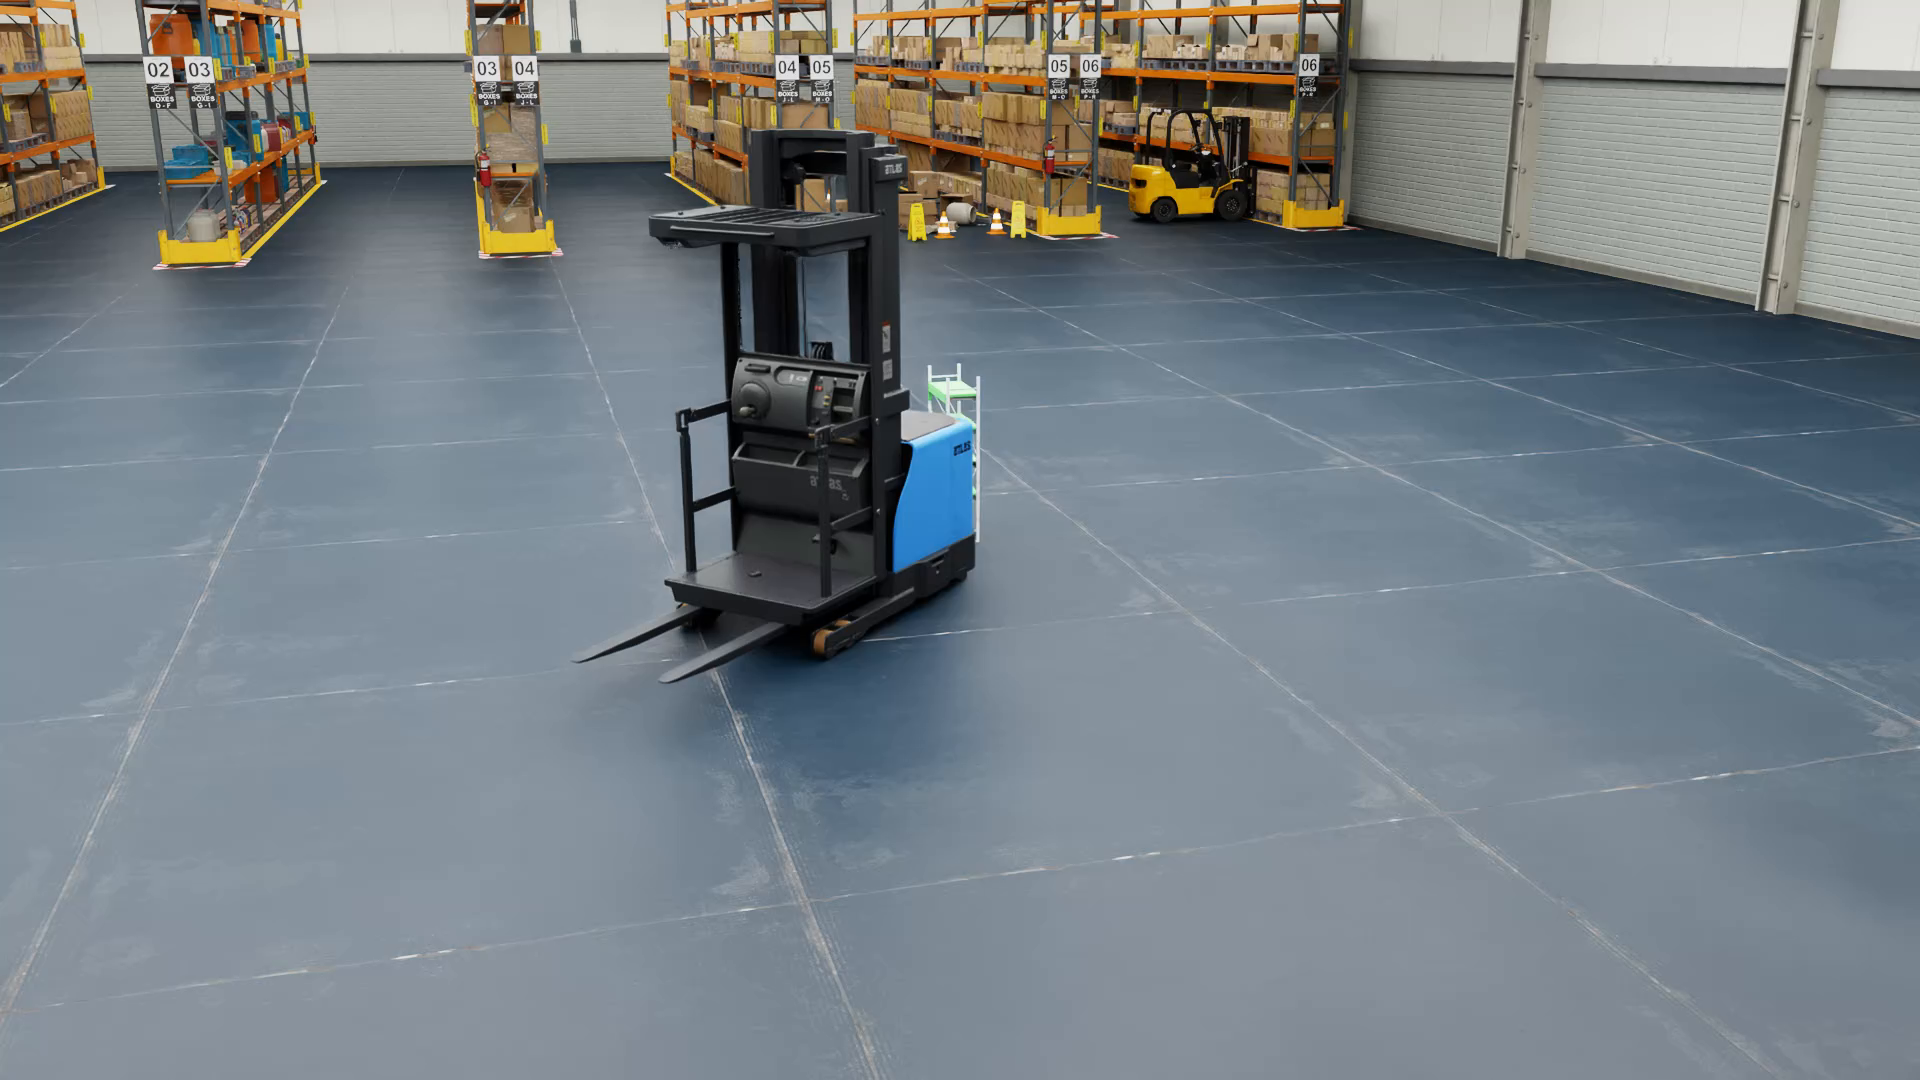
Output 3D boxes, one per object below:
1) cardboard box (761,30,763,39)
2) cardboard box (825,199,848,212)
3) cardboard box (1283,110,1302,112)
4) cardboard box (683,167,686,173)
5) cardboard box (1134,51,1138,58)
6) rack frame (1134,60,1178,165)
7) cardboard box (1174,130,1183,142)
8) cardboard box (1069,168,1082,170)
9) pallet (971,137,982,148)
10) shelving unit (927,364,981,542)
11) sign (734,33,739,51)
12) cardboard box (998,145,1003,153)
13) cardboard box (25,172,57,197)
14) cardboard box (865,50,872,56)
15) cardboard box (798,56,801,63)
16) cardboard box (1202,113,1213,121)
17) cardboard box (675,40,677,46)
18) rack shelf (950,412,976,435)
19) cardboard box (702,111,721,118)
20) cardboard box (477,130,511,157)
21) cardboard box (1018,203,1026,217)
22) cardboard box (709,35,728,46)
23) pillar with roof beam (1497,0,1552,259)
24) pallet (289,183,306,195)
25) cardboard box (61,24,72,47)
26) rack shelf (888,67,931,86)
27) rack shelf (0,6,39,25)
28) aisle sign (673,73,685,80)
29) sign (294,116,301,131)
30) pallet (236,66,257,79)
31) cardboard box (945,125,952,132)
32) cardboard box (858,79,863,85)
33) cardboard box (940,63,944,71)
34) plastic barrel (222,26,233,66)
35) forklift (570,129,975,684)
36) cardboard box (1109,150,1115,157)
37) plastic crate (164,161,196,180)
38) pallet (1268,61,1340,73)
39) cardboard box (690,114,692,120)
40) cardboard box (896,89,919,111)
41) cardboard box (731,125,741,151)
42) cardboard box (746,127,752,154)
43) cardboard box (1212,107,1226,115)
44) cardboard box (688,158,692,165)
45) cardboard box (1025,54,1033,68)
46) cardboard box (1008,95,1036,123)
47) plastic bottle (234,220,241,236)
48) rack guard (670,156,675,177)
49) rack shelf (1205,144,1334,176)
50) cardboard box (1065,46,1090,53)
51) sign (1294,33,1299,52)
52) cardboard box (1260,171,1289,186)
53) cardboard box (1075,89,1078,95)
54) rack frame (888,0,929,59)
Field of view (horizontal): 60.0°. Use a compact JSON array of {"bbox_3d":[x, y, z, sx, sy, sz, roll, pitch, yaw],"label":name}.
[{"bbox_3d":[-3.317,-8.927,29.391,0.380,0.149,0.250,-4,17,-14],"label":"cardboard box"},{"bbox_3d":[-2.374,-6.264,31.934,0.500,0.500,0.500,-2,17,-6],"label":"cardboard box"},{"bbox_3d":[6.675,-8.494,33.196,0.380,0.149,0.250,-5,17,-17],"label":"cardboard box"},{"bbox_3d":[-6.811,-9.367,42.146,0.380,0.149,0.250,-5,17,-15],"label":"cardboard box"},{"bbox_3d":[4.288,-11.363,38.919,0.380,0.149,0.250,-4,17,-14],"label":"cardboard box"},{"bbox_3d":[4.617,-9.728,39.123,1.000,3.000,0.127,-5,17,-15],"label":"rack frame"},{"bbox_3d":[5.075,-8.947,36.783,0.500,0.250,0.500,-5,17,-15],"label":"cardboard box"},{"bbox_3d":[3.082,-9.801,43.592,0.380,0.149,0.250,-5,18,-17],"label":"cardboard box"},{"bbox_3d":[0.874,-8.359,34.899,1.003,0.211,1.213,-5,17,-15],"label":"pallet"},{"bbox_3d":[-0.045,-0.620,11.932,0.258,1.200,0.503,-5,17,-15],"label":"shelving unit"},{"bbox_3d":[-4.306,-9.598,32.031,0.100,0.325,0.005,-5,17,-15],"label":"sign"},{"bbox_3d":[0.979,-7.787,33.099,0.380,0.149,0.250,-4,17,-14],"label":"cardboard box"},{"bbox_3d":[-19.770,-7.637,35.744,0.500,0.500,0.500,-5,17,-15],"label":"cardboard box"},{"bbox_3d":[-2.276,-12.793,43.647,0.380,0.149,0.250,-4,17,-13],"label":"cardboard box"},{"bbox_3d":[-2.683,-8.598,29.679,0.380,0.149,0.250,-5,17,-15],"label":"cardboard box"},{"bbox_3d":[5.409,-9.057,35.588,0.380,0.149,0.250,-4,17,-13],"label":"cardboard box"},{"bbox_3d":[-6.938,-12.452,41.677,0.380,0.149,0.250,-4,17,-14],"label":"cardboard box"},{"bbox_3d":[-0.045,-0.789,11.881,0.258,0.148,0.480,-5,17,-15],"label":"rack shelf"},{"bbox_3d":[-5.462,-9.380,36.638,0.380,0.149,0.250,-5,18,-17],"label":"cardboard box"},{"bbox_3d":[-7.862,-6.812,28.723,0.875,0.500,0.500,-5,17,-15],"label":"cardboard box"},{"bbox_3d":[1.428,-6.352,31.934,0.500,0.250,0.500,-5,17,-15],"label":"cardboard box"},{"bbox_3d":[-5.248,-10.858,36.165,0.396,0.266,0.258,-5,17,-15],"label":"cardboard box"},{"bbox_3d":[5.000,-8.652,25.113,9.100,9.000,0.400,-5,17,-15],"label":"pillar with roof beam"},{"bbox_3d":[-15.784,-8.131,38.653,1.003,0.211,1.213,-5,17,-15],"label":"pallet"},{"bbox_3d":[-21.251,-11.804,38.909,0.700,0.500,0.500,-5,17,-15],"label":"cardboard box"},{"bbox_3d":[-0.704,-10.980,39.327,1.077,0.370,4.000,-5,17,-15],"label":"rack shelf"},{"bbox_3d":[-19.759,-10.659,33.741,1.077,0.370,4.000,-5,17,-15],"label":"rack shelf"},{"bbox_3d":[-7.394,-12.369,43.398,0.394,0.787,0.004,-5,17,-15],"label":"aisle sign"},{"bbox_3d":[-15.015,-9.441,37.688,0.100,0.325,0.005,-5,17,-15],"label":"sign"},{"bbox_3d":[-13.054,-8.207,29.175,1.213,0.211,1.003,-5,17,-15],"label":"pallet"},{"bbox_3d":[-0.112,-9.073,36.649,0.380,0.149,0.250,-5,17,-15],"label":"cardboard box"},{"bbox_3d":[-2.522,-12.265,44.529,0.380,0.149,0.250,-4,17,-14],"label":"cardboard box"},{"bbox_3d":[-0.232,-10.550,37.083,0.380,0.149,0.250,-5,17,-15],"label":"cardboard box"},{"bbox_3d":[-14.054,-9.215,31.330,0.600,0.901,0.708,-5,17,-15],"label":"plastic barrel"},{"bbox_3d":[-1.070,-0.868,9.747,1.130,2.935,3.031,9,19,28],"label":"forklift"},{"bbox_3d":[3.900,-9.528,40.945,0.380,0.149,0.250,-6,18,-18],"label":"cardboard box"},{"bbox_3d":[-12.672,-5.990,26.938,0.499,0.251,0.616,-5,17,-15],"label":"plastic crate"},{"bbox_3d":[6.646,-9.107,31.995,1.003,0.211,1.213,-5,17,-15],"label":"pallet"},{"bbox_3d":[-6.103,-9.885,38.835,0.380,0.149,0.250,-5,18,-18],"label":"cardboard box"},{"bbox_3d":[-1.243,-10.685,40.396,0.500,0.500,0.500,-5,17,-16],"label":"cardboard box"},{"bbox_3d":[-4.327,-8.120,33.595,0.500,0.500,0.500,-5,17,-16],"label":"cardboard box"},{"bbox_3d":[-3.674,-7.779,32.376,0.875,0.550,0.550,-5,17,-15],"label":"cardboard box"},{"bbox_3d":[5.518,-9.011,34.917,0.380,0.149,0.250,-4,17,-14],"label":"cardboard box"},{"bbox_3d":[-6.517,-9.356,41.076,0.380,0.149,0.250,-5,17,-16],"label":"cardboard box"},{"bbox_3d":[1.520,-8.889,30.861,0.500,0.250,0.500,-5,17,-16],"label":"cardboard box"},{"bbox_3d":[1.322,-8.188,31.569,0.700,0.500,0.500,-5,17,-16],"label":"cardboard box"},{"bbox_3d":[-12.446,-5.377,28.615,0.097,0.271,0.097,0,17,0],"label":"plastic bottle"},{"bbox_3d":[-7.064,-9.910,44.074,1.175,0.500,0.348,-5,17,-15],"label":"rack guard"},{"bbox_3d":[6.266,-7.724,33.701,1.077,0.370,4.000,-5,17,-15],"label":"rack shelf"},{"bbox_3d":[2.142,-8.934,30.317,0.380,0.149,0.250,-5,17,-16],"label":"cardboard box"},{"bbox_3d":[6.290,-9.299,31.079,0.100,0.325,0.005,-5,17,-15],"label":"sign"},{"bbox_3d":[6.243,-7.122,32.758,0.500,0.250,0.500,-4,17,-14],"label":"cardboard box"},{"bbox_3d":[3.364,-11.697,44.119,0.500,0.500,0.500,-5,17,-17],"label":"cardboard box"},{"bbox_3d":[-1.254,-13.314,40.633,1.000,3.000,0.127,-5,17,-15],"label":"rack frame"}]
